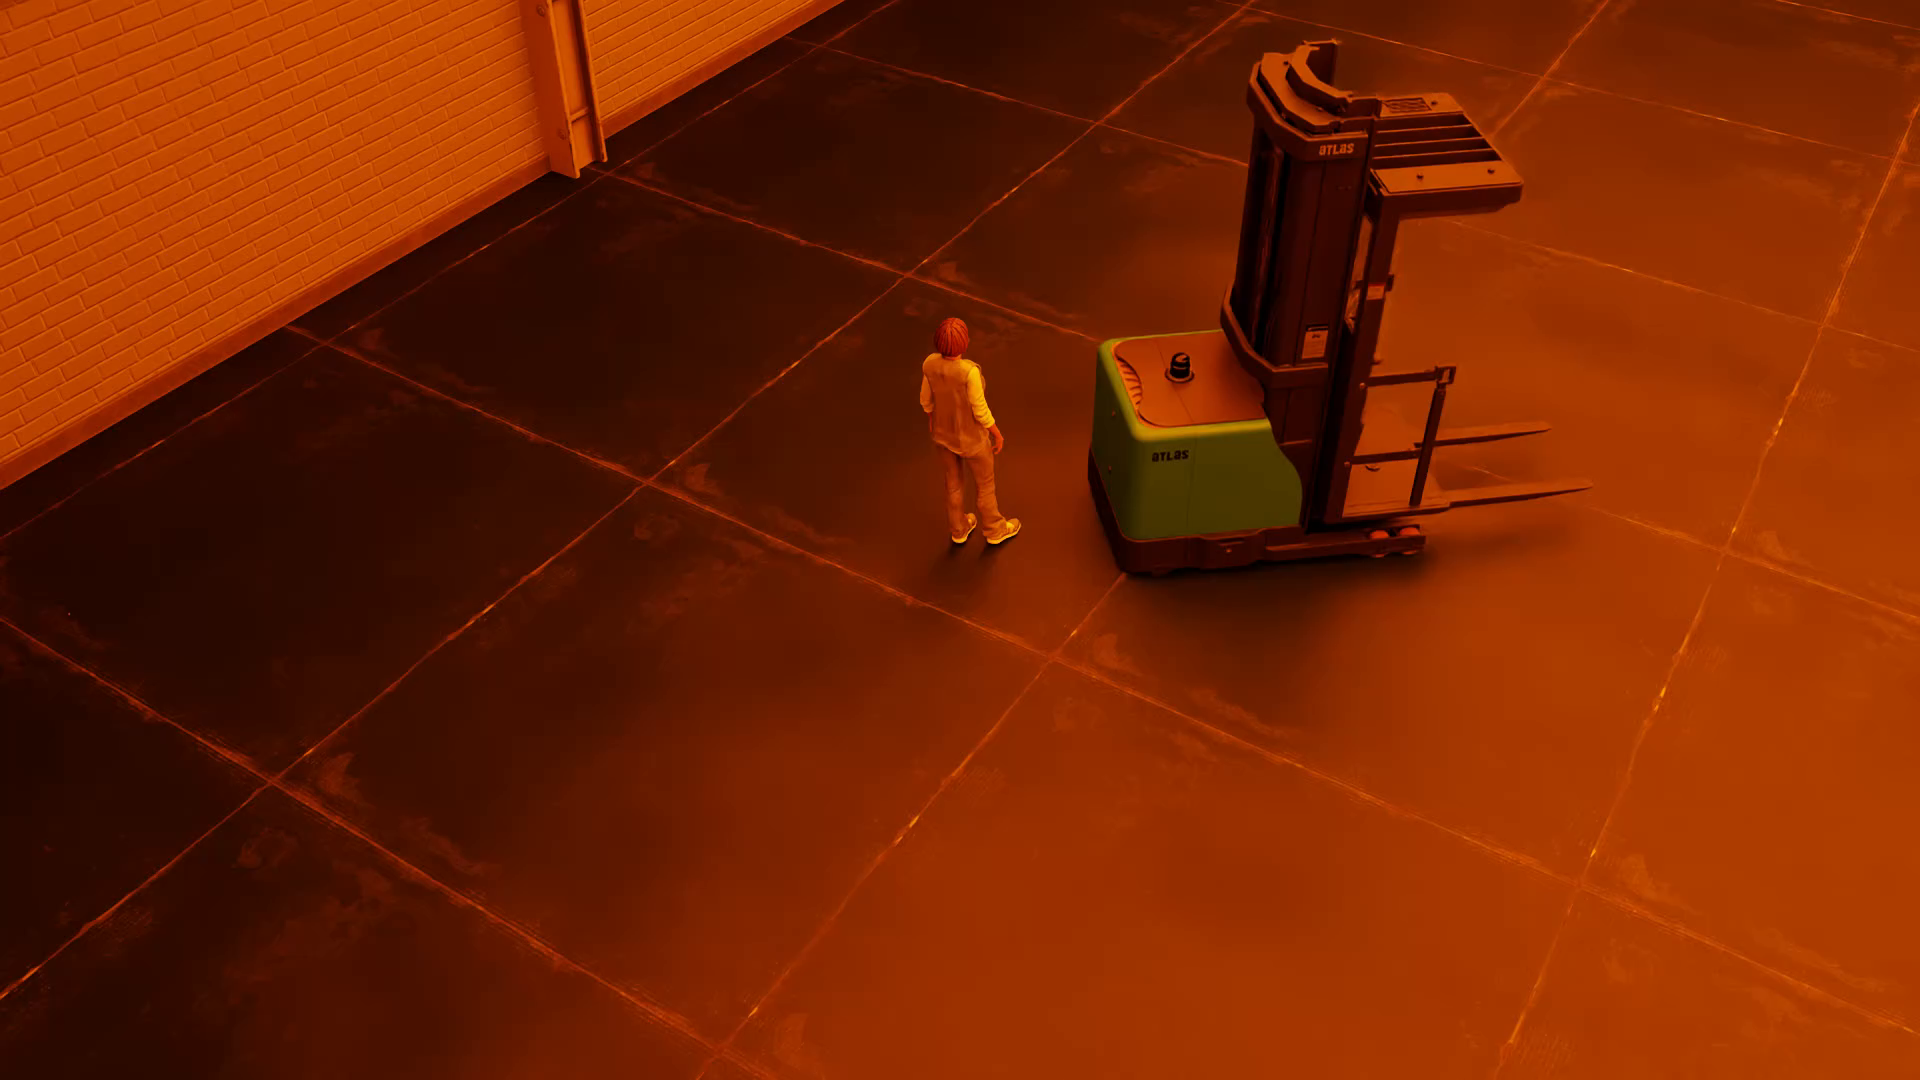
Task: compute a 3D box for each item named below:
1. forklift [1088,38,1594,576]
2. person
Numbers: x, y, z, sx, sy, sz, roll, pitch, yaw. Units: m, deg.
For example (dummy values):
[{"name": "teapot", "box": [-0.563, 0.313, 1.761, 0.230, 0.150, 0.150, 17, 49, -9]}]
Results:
[{"name": "forklift", "box": [2.376, -1.345, 9.555, 3.031, 2.935, 1.130, -6, 41, -7]}, {"name": "person", "box": [0.052, -0.615, 9.785, 0.520, 1.504, 0.474, 22, 45, 24]}]
